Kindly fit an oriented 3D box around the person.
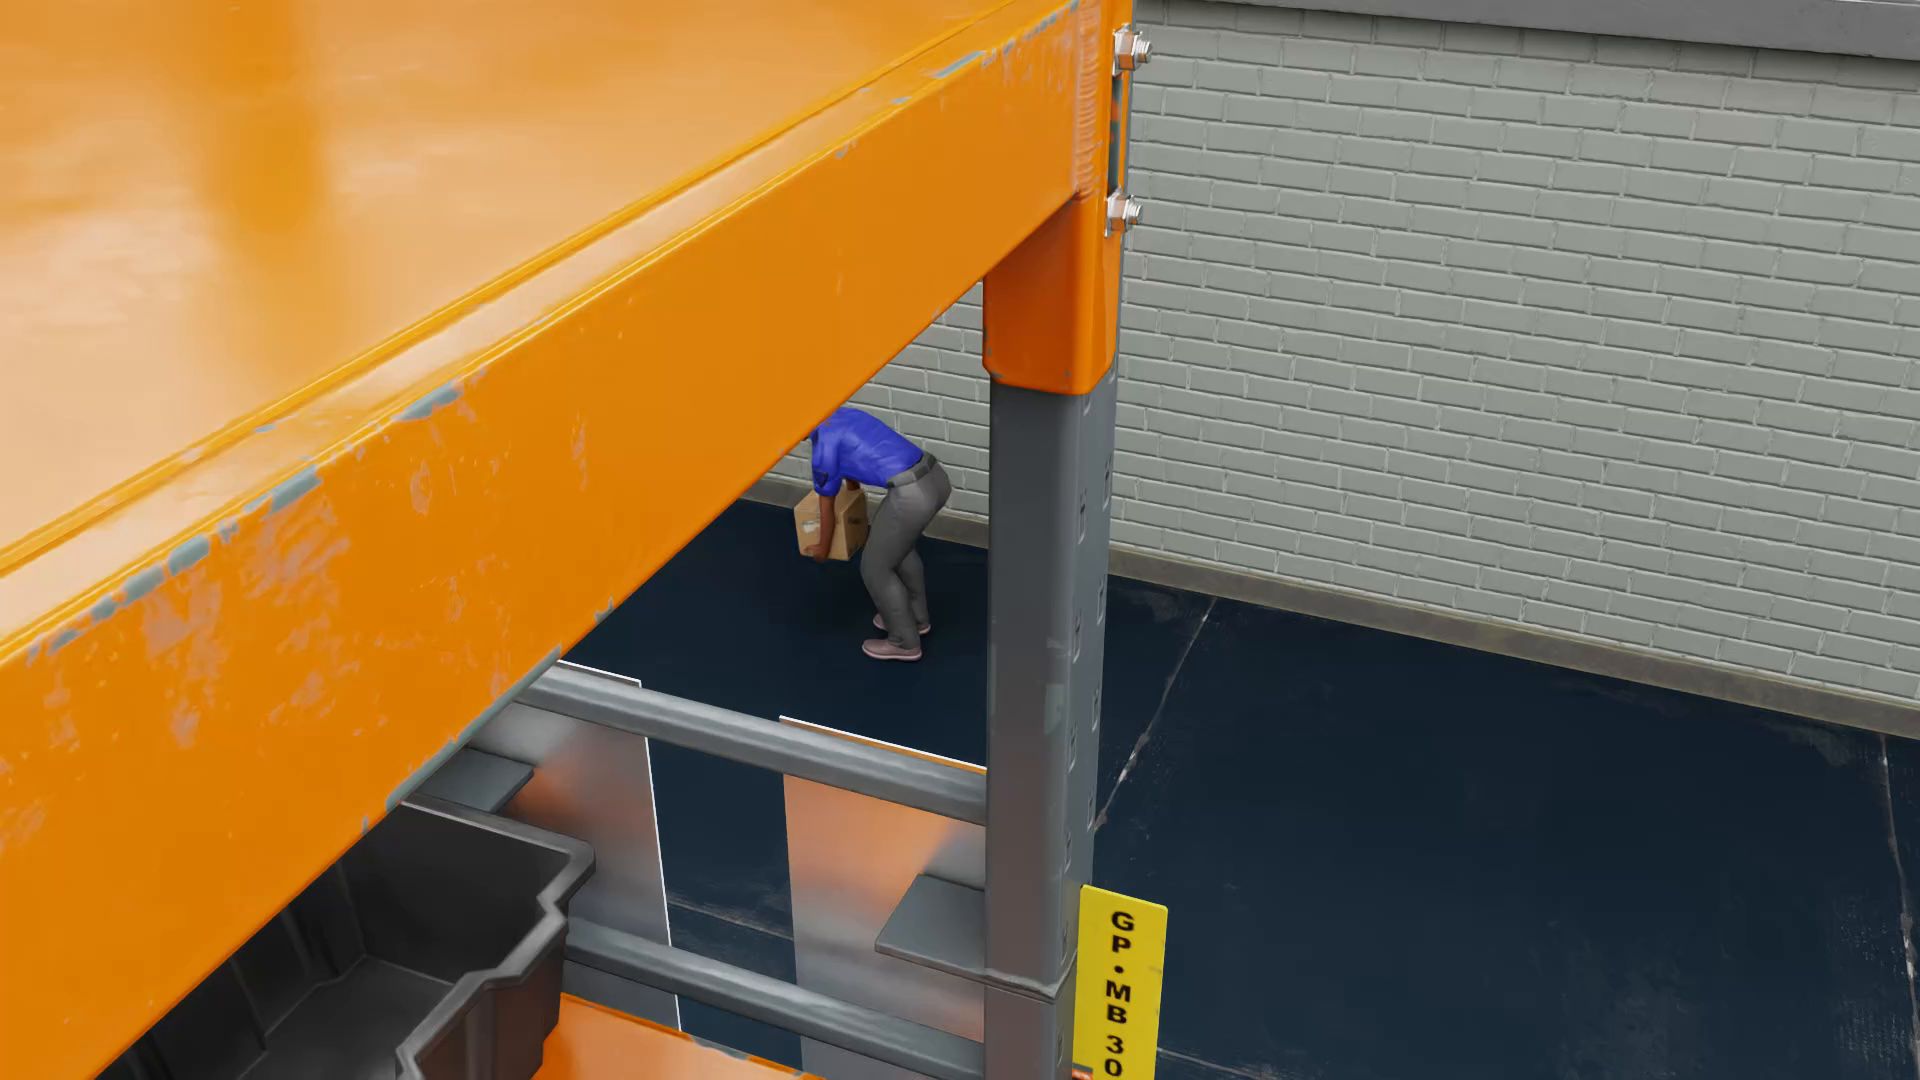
[{"bbox_3d":[-0.458,-0.087,7.700,0.824,1.253,0.406,11,31,18],"label":"person"}]
